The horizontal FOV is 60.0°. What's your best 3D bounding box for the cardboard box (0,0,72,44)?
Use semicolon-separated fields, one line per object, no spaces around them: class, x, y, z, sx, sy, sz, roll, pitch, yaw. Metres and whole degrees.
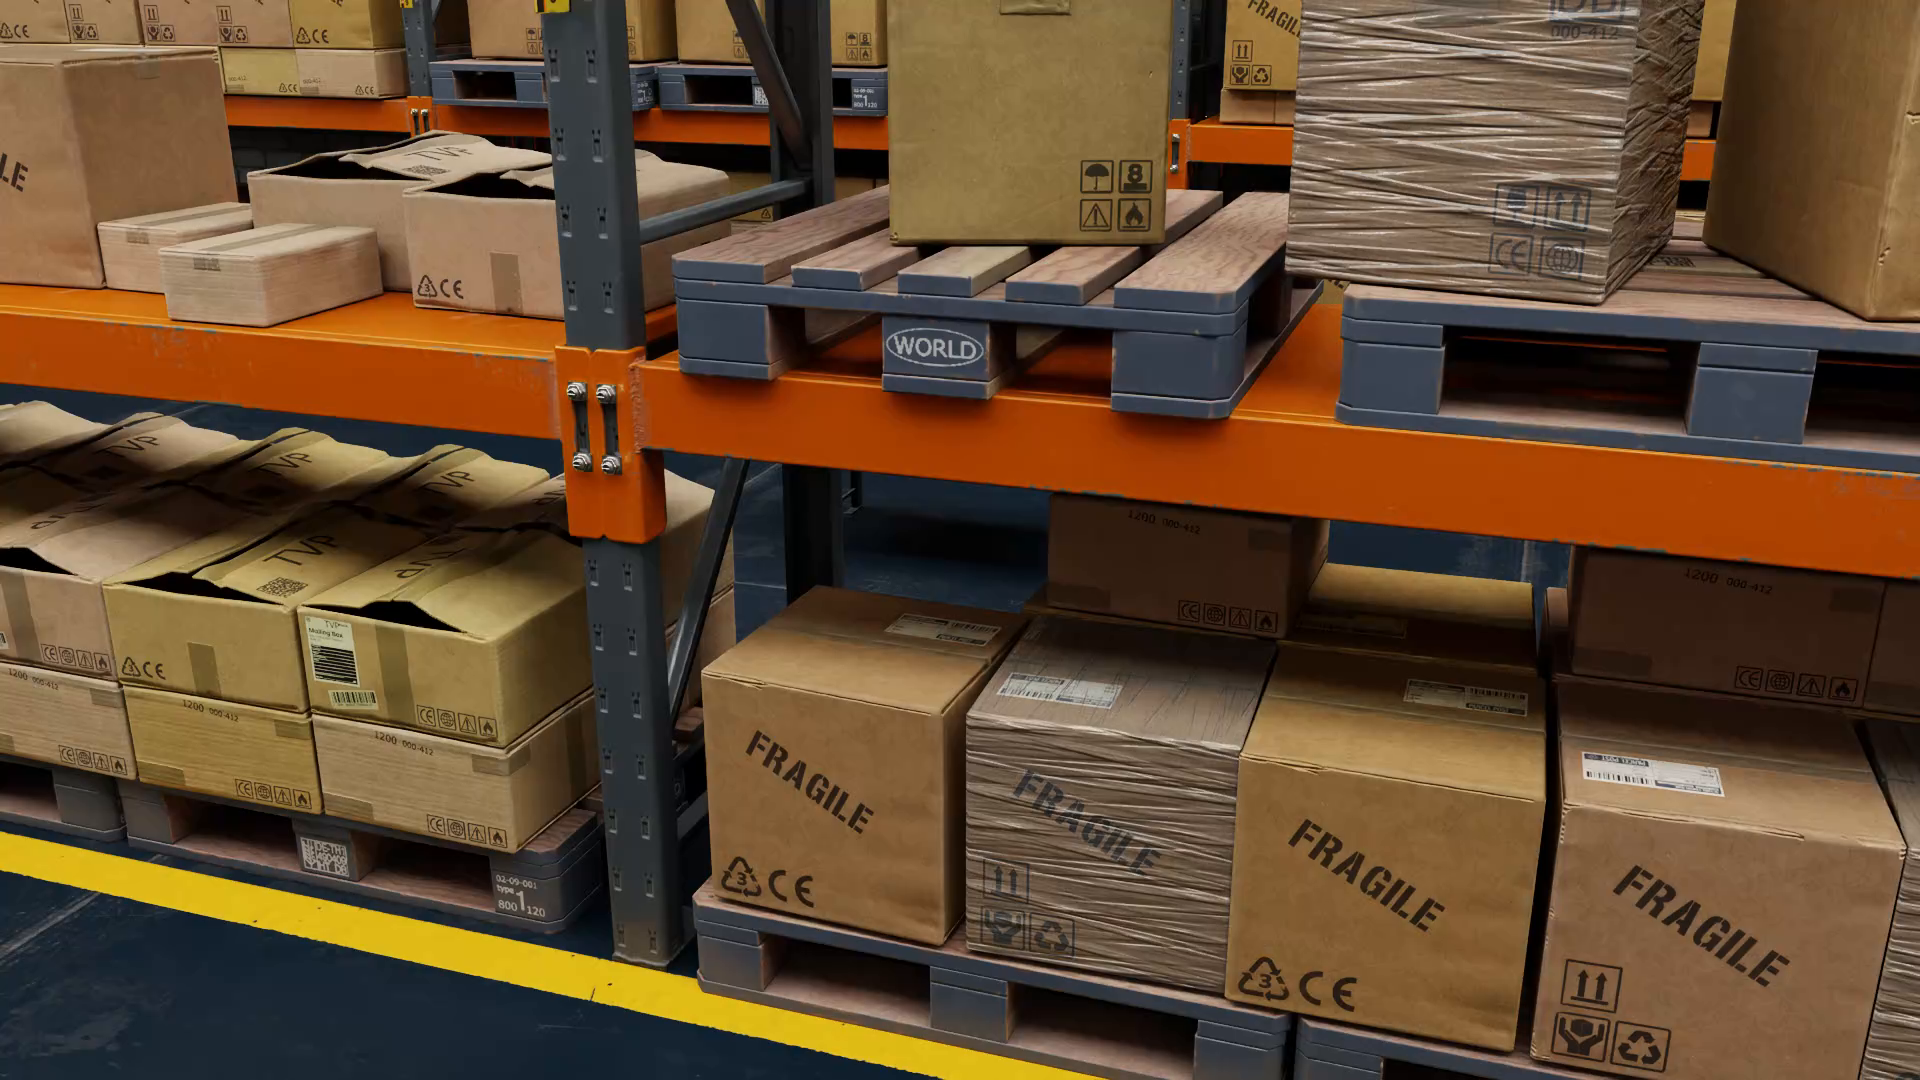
cardboard box;-5.144;-3.112;9.505;0.500;0.500;0.500;6;20;16

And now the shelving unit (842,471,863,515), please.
shelving unit;0.006;-0.530;5.889;1.048;1.125;0.538;7;20;18

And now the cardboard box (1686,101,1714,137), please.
cardboard box;3.044;-1.805;7.048;0.250;0.149;0.380;7;20;20

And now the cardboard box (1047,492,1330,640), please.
cardboard box;0.504;-0.022;3.573;0.500;0.250;0.500;7;21;20

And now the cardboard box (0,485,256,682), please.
cardboard box;-2.056;0.072;4.000;0.500;0.311;0.500;6;20;18

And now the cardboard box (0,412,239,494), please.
cardboard box;-2.375;-0.152;4.641;0.500;0.311;0.500;6;20;17

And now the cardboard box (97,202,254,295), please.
cardboard box;-1.734;-0.675;3.838;0.250;0.149;0.380;8;21;22

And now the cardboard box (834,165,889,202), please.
cardboard box;-0.592;-1.792;8.651;0.500;0.250;0.500;6;20;18

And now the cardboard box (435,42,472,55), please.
cardboard box;-3.041;-2.703;9.470;0.500;0.250;0.500;7;20;19

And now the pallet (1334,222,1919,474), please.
pallet;1.327;-0.374;2.885;1.213;0.211;1.003;7;20;18

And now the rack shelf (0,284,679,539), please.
rack shelf;-2.400;-0.550;4.190;4.000;0.370;1.077;7;20;18

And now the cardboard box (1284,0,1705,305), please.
cardboard box;0.922;-0.728;2.818;0.500;0.500;0.700;11;22;28

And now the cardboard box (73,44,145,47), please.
cardboard box;-4.638;-2.702;9.468;0.500;0.250;0.500;7;20;19

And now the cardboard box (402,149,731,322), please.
cardboard box;-0.840;-0.685;3.618;0.500;0.311;0.500;8;21;21

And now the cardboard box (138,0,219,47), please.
cardboard box;-4.161;-3.004;9.195;0.500;0.500;0.500;6;20;16

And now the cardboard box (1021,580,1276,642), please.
cardboard box;0.449;0.327;3.711;0.500;0.500;0.500;7;21;20

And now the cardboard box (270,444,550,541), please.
cardboard box;-1.408;-0.040;4.323;0.500;0.311;0.500;6;20;17

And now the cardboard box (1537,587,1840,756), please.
cardboard box;1.436;0.438;3.393;0.500;0.500;0.500;6;20;16

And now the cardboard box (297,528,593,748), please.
cardboard box;-1.087;0.182;3.686;0.500;0.311;0.500;7;20;19

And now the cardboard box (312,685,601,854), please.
cardboard box;-1.088;0.445;3.781;0.500;0.250;0.500;7;20;19

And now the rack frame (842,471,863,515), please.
rack frame;-0.474;-0.585;6.047;0.032;1.125;0.500;7;20;18

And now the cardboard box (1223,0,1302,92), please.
cardboard box;1.486;-2.279;7.424;0.500;0.500;0.500;7;20;20

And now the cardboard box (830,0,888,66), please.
cardboard box;-0.520;-2.645;8.286;0.500;0.500;0.700;7;20;18

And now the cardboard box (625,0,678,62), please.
cardboard box;-1.672;-2.773;8.655;0.500;0.500;0.700;9;21;24

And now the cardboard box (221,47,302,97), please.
cardboard box;-3.682;-2.598;9.171;0.500;0.250;0.500;7;20;18

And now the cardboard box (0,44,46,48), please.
cardboard box;-2.599;-0.954;4.104;0.500;0.500;0.500;7;20;18

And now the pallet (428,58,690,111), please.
pallet;-1.993;-2.428;8.776;1.213;0.211;1.003;7;20;18

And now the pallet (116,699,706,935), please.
pallet;-1.276;0.542;4.201;1.213;0.211;1.003;7;20;18

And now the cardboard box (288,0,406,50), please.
cardboard box;-3.216;-2.894;8.880;0.500;0.500;0.500;6;20;18

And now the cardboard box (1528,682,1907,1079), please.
cardboard box;1.288;0.602;2.921;0.500;0.500;0.500;6;20;16

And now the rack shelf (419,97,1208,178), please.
rack shelf;-0.778;-2.091;8.610;4.000;0.370;1.077;7;20;18

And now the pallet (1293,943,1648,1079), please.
pallet;1.330;0.868;3.266;1.213;0.211;1.003;7;20;18

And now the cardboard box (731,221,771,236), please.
cardboard box;-0.993;-1.492;8.927;0.500;0.500;0.700;7;20;19

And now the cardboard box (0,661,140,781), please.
cardboard box;-2.050;0.336;4.096;0.500;0.250;0.500;7;20;19

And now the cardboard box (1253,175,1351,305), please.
cardboard box;1.763;-1.277;7.811;0.750;0.750;0.750;6;20;17

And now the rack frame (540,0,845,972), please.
rack frame;-0.511;-0.674;3.452;0.127;3.000;1.000;7;20;18

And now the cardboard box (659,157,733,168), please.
cardboard box;-1.550;-1.907;8.980;0.500;0.250;0.500;6;20;17

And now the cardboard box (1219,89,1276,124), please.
cardboard box;1.346;-1.998;7.601;0.250;0.149;0.380;6;20;17

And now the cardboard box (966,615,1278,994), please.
cardboard box;0.321;0.492;3.238;0.500;0.500;0.500;6;20;16

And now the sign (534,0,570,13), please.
sign;-0.690;-1.048;2.765;0.005;0.325;0.100;7;20;18

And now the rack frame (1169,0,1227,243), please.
rack frame;1.111;-2.214;7.872;0.127;3.000;1.000;7;20;18

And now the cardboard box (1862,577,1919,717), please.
cardboard box;1.946;0.141;3.105;0.500;0.250;0.500;7;20;18
